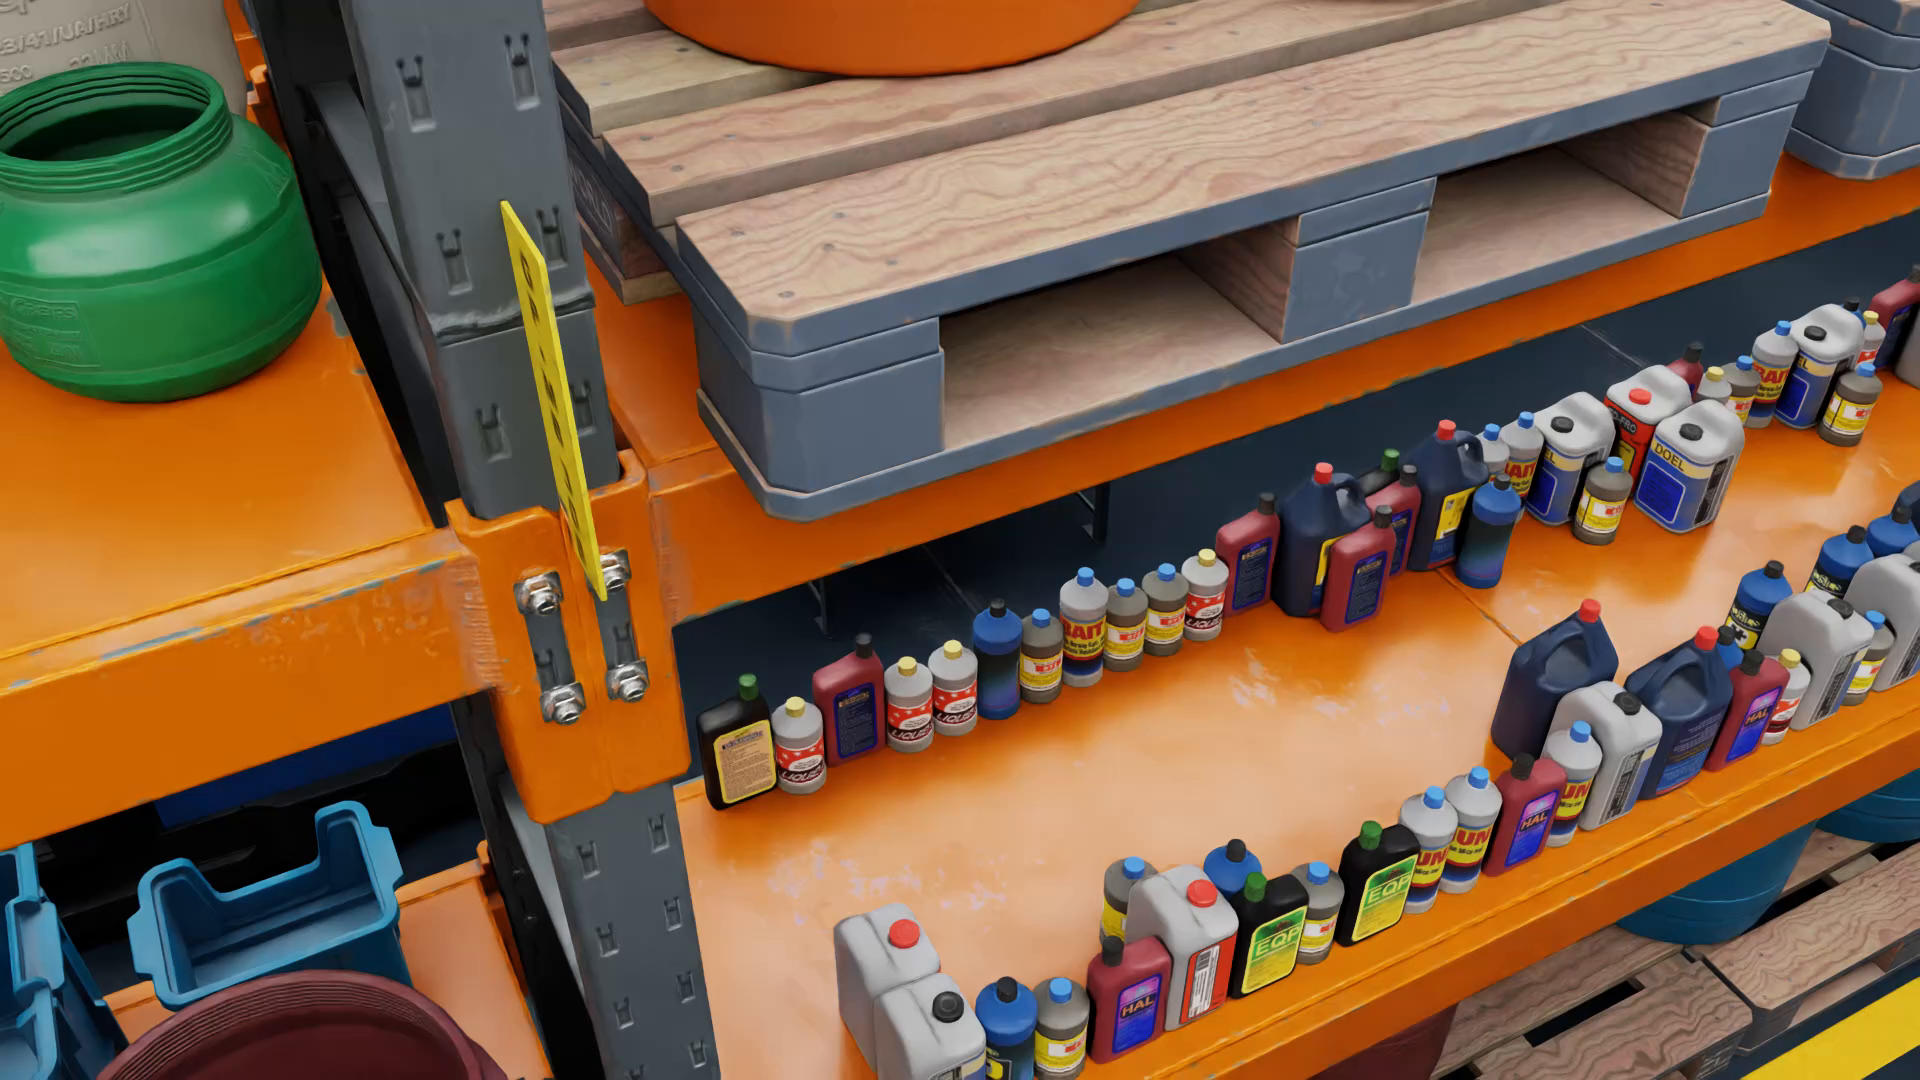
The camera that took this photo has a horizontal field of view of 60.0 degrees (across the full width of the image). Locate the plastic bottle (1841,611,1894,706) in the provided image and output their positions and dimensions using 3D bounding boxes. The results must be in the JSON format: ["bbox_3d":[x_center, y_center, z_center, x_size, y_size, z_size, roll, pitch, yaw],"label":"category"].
[{"bbox_3d":[1.789,0.226,3.315,0.097,0.201,0.097,0,40,0],"label":"plastic bottle"}]

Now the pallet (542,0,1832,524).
[{"bbox_3d":[0.146,-0.554,1.907,1.213,0.211,1.003,-19,44,-21],"label":"pallet"}]

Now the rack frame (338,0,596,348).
[{"bbox_3d":[-0.577,-1.598,0.673,0.127,3.000,1.000,-19,44,-21],"label":"rack frame"}]

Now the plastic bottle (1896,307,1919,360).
[{"bbox_3d":[2.448,-0.593,4.219,0.133,0.283,0.061,-19,44,-21],"label":"plastic bottle"}]

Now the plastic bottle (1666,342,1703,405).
[{"bbox_3d":[1.661,-0.328,3.906,0.133,0.283,0.061,-19,44,-21],"label":"plastic bottle"}]

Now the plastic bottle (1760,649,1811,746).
[{"bbox_3d":[1.584,0.296,3.233,0.097,0.201,0.097,0,40,0],"label":"plastic bottle"}]

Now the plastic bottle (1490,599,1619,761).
[{"bbox_3d":[1.140,0.260,3.159,0.185,0.351,0.144,-19,44,-21],"label":"plastic bottle"}]

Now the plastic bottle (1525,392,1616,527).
[{"bbox_3d":[1.357,-0.190,3.748,0.135,0.276,0.152,-19,44,-21],"label":"plastic bottle"}]

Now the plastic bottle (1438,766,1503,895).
[{"bbox_3d":[0.891,0.502,2.935,0.097,0.271,0.097,0,40,0],"label":"plastic bottle"}]

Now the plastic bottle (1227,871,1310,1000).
[{"bbox_3d":[0.506,0.640,2.762,0.133,0.283,0.061,-19,44,-21],"label":"plastic bottle"}]

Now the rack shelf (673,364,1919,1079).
[{"bbox_3d":[1.197,0.369,3.549,4.000,0.370,1.077,-19,44,-21],"label":"rack shelf"}]

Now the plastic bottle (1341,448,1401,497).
[{"bbox_3d":[0.881,-0.065,3.596,0.133,0.283,0.061,-19,44,-21],"label":"plastic bottle"}]

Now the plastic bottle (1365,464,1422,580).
[{"bbox_3d":[0.909,-0.030,3.555,0.133,0.283,0.061,-19,44,-21],"label":"plastic bottle"}]

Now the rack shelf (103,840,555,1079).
[{"bbox_3d":[-2.351,1.563,2.139,4.000,0.370,1.077,-19,44,-21],"label":"rack shelf"}]

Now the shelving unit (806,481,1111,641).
[{"bbox_3d":[-0.076,-0.547,5.235,1.048,1.500,0.538,-19,44,-21],"label":"shelving unit"}]

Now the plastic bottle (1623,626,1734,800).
[{"bbox_3d":[1.329,0.307,3.104,0.185,0.351,0.144,-19,44,-21],"label":"plastic bottle"}]

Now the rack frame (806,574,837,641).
[{"bbox_3d":[-0.527,-0.395,5.056,0.032,1.500,0.500,-19,44,-21],"label":"rack frame"}]

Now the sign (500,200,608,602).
[{"bbox_3d":[-0.317,-0.100,1.306,0.005,0.325,0.100,-19,44,-21],"label":"sign"}]

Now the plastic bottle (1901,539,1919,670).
[{"bbox_3d":[1.999,0.107,3.397,0.135,0.276,0.152,-19,44,-21],"label":"plastic bottle"}]

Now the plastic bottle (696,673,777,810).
[{"bbox_3d":[-0.415,0.371,3.081,0.133,0.283,0.061,-19,44,-21],"label":"plastic bottle"}]

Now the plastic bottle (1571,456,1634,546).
[{"bbox_3d":[1.431,-0.095,3.695,0.097,0.201,0.097,0,40,0],"label":"plastic bottle"}]

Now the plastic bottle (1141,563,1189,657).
[{"bbox_3d":[0.418,0.135,3.423,0.097,0.201,0.097,0,40,0],"label":"plastic bottle"}]

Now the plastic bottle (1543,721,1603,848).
[{"bbox_3d":[1.096,0.433,3.016,0.097,0.271,0.097,0,40,0],"label":"plastic bottle"}]

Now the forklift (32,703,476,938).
[{"bbox_3d":[-2.718,-0.298,3.834,3.031,2.935,1.130,-17,43,-19],"label":"forklift"}]

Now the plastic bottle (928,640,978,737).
[{"bbox_3d":[-0.014,0.280,3.251,0.097,0.201,0.097,0,40,0],"label":"plastic bottle"}]

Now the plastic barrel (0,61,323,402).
[{"bbox_3d":[-0.773,-0.291,1.571,0.294,0.245,0.294,0,40,0],"label":"plastic barrel"}]

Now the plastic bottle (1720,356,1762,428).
[{"bbox_3d":[1.858,-0.349,3.995,0.097,0.201,0.097,0,40,0],"label":"plastic bottle"}]

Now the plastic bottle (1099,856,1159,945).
[{"bbox_3d":[0.292,0.619,2.850,0.097,0.201,0.097,0,40,0],"label":"plastic bottle"}]

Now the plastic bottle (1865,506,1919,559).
[{"bbox_3d":[1.925,0.043,3.477,0.097,0.271,0.097,0,40,0],"label":"plastic bottle"}]

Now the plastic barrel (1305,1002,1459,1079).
[{"bbox_3d":[0.851,0.959,3.837,0.708,0.588,0.600,-19,44,-21],"label":"plastic barrel"}]

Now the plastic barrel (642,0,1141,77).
[{"bbox_3d":[-0.072,-0.945,1.566,0.708,0.830,0.600,-19,44,-21],"label":"plastic barrel"}]

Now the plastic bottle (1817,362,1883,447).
[{"bbox_3d":[2.134,-0.332,3.974,0.097,0.201,0.097,0,40,0],"label":"plastic bottle"}]

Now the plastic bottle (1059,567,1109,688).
[{"bbox_3d":[0.245,0.166,3.331,0.097,0.271,0.097,0,40,0],"label":"plastic bottle"}]

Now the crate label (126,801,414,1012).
[{"bbox_3d":[-1.124,0.666,2.771,0.416,0.233,0.303,-19,44,-21],"label":"crate label"}]

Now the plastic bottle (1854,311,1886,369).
[{"bbox_3d":[2.236,-0.477,4.145,0.097,0.201,0.097,0,40,0],"label":"plastic bottle"}]

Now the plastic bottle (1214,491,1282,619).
[{"bbox_3d":[0.598,0.030,3.484,0.133,0.283,0.061,-19,44,-21],"label":"plastic bottle"}]

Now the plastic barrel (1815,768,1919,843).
[{"bbox_3d":[2.480,0.291,4.384,0.708,0.901,0.600,-19,44,-21],"label":"plastic barrel"}]

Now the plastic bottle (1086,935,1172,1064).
[{"bbox_3d":[0.269,0.720,2.668,0.133,0.283,0.061,-19,44,-21],"label":"plastic bottle"}]

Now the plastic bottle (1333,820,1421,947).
[{"bbox_3d":[0.711,0.571,2.844,0.133,0.283,0.061,-19,44,-21],"label":"plastic bottle"}]

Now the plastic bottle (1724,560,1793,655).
[{"bbox_3d":[1.600,0.153,3.348,0.097,0.271,0.097,0,40,0],"label":"plastic bottle"}]

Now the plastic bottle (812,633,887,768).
[{"bbox_3d":[-0.211,0.302,3.162,0.133,0.283,0.061,-19,44,-21],"label":"plastic bottle"}]

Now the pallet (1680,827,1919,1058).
[{"bbox_3d":[2.267,0.768,4.679,1.213,0.211,1.003,-19,44,-21],"label":"pallet"}]

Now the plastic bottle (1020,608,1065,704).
[{"bbox_3d":[0.159,0.222,3.320,0.097,0.201,0.097,0,40,0],"label":"plastic bottle"}]

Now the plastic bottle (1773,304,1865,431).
[{"bbox_3d":[2.059,-0.426,4.028,0.135,0.276,0.152,-19,44,-21],"label":"plastic bottle"}]

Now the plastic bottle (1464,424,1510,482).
[{"bbox_3d":[1.155,-0.140,3.693,0.097,0.271,0.097,0,40,0],"label":"plastic bottle"}]

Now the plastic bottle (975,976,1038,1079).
[{"bbox_3d":[0.071,0.778,2.609,0.097,0.271,0.097,0,40,0],"label":"plastic bottle"}]

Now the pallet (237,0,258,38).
[{"bbox_3d":[-2.293,-2.317,6.314,1.003,0.211,1.213,-19,44,-21],"label":"pallet"}]
